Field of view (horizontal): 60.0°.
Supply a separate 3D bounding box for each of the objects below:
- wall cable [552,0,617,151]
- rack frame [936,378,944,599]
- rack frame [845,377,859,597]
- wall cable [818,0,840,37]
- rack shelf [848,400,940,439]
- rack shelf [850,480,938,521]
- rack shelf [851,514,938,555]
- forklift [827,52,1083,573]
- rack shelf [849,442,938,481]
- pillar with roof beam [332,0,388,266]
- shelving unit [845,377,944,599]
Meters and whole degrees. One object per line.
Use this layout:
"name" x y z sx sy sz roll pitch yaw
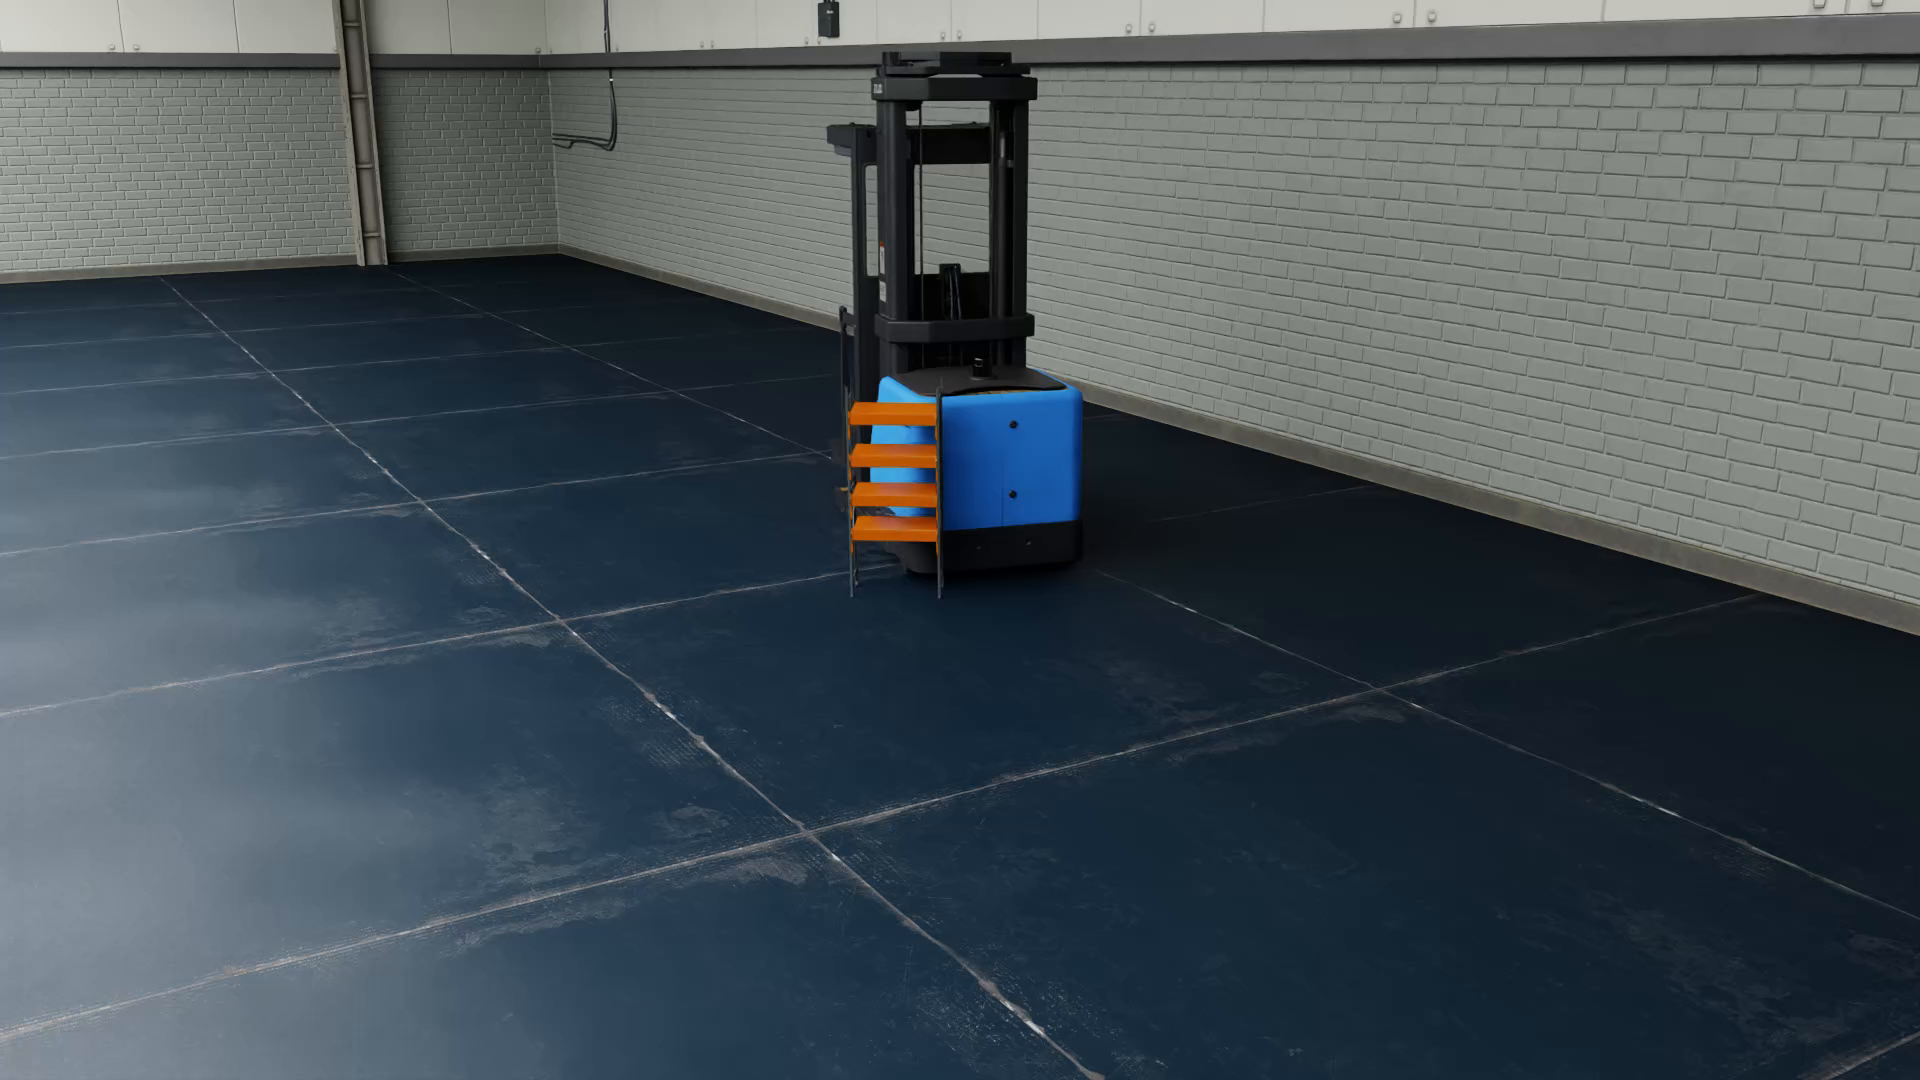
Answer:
"wall cable" -5.793 -7.166 25.053 0.112 2.526 3.097 -9 18 -30
"rack frame" -0.110 -0.280 9.156 0.015 1.200 0.240 1 19 4
"rack frame" -0.597 -0.288 9.187 0.015 1.200 0.240 1 19 4
"wall cable" -0.917 -8.100 16.332 0.169 6.003 2.305 -9 18 -30
"rack shelf" -0.355 -0.655 9.041 0.480 0.148 0.258 1 19 4
"rack shelf" -0.353 -0.221 9.194 0.480 0.148 0.258 1 19 4
"rack shelf" -0.352 -0.033 9.259 0.480 0.148 0.258 1 19 4
"forklift" -0.203 -1.576 10.601 1.130 2.935 3.031 -5 16 -17
"rack shelf" -0.354 -0.432 9.120 0.480 0.148 0.258 1 19 4
"pillar with roof beam" -6.782 -7.561 20.711 0.400 9.000 9.100 -9 18 -30
"shelving unit" -0.353 -0.284 9.171 0.503 1.200 0.258 1 19 4
